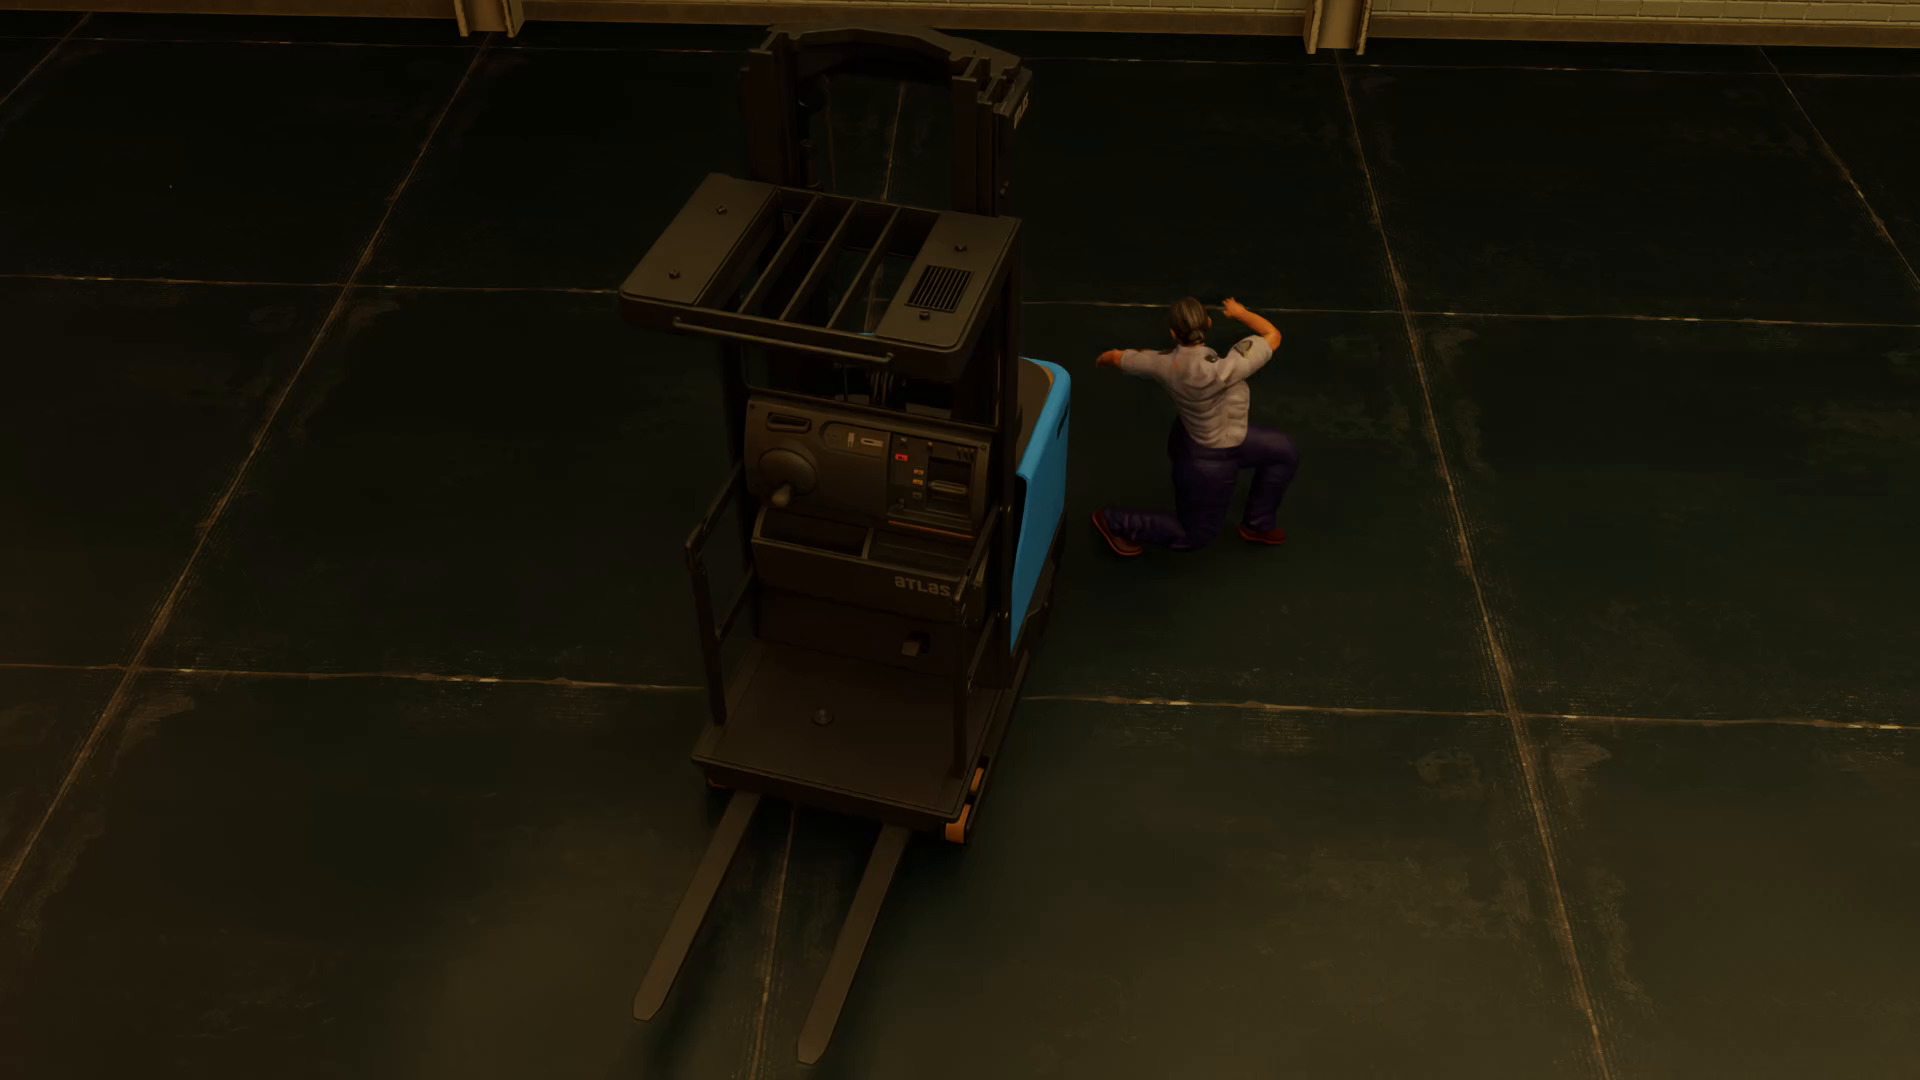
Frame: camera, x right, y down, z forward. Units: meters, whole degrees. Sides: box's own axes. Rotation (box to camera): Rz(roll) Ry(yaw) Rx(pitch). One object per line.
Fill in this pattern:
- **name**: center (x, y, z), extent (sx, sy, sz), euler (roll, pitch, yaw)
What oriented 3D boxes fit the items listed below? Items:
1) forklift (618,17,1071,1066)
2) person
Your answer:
- **forklift**: center (-0.403, -0.181, 5.940), extent (1.130, 2.935, 3.031), euler (11, 44, 12)
- **person**: center (1.063, -0.581, 7.546), extent (0.944, 1.368, 0.842), euler (-6, 43, -6)
